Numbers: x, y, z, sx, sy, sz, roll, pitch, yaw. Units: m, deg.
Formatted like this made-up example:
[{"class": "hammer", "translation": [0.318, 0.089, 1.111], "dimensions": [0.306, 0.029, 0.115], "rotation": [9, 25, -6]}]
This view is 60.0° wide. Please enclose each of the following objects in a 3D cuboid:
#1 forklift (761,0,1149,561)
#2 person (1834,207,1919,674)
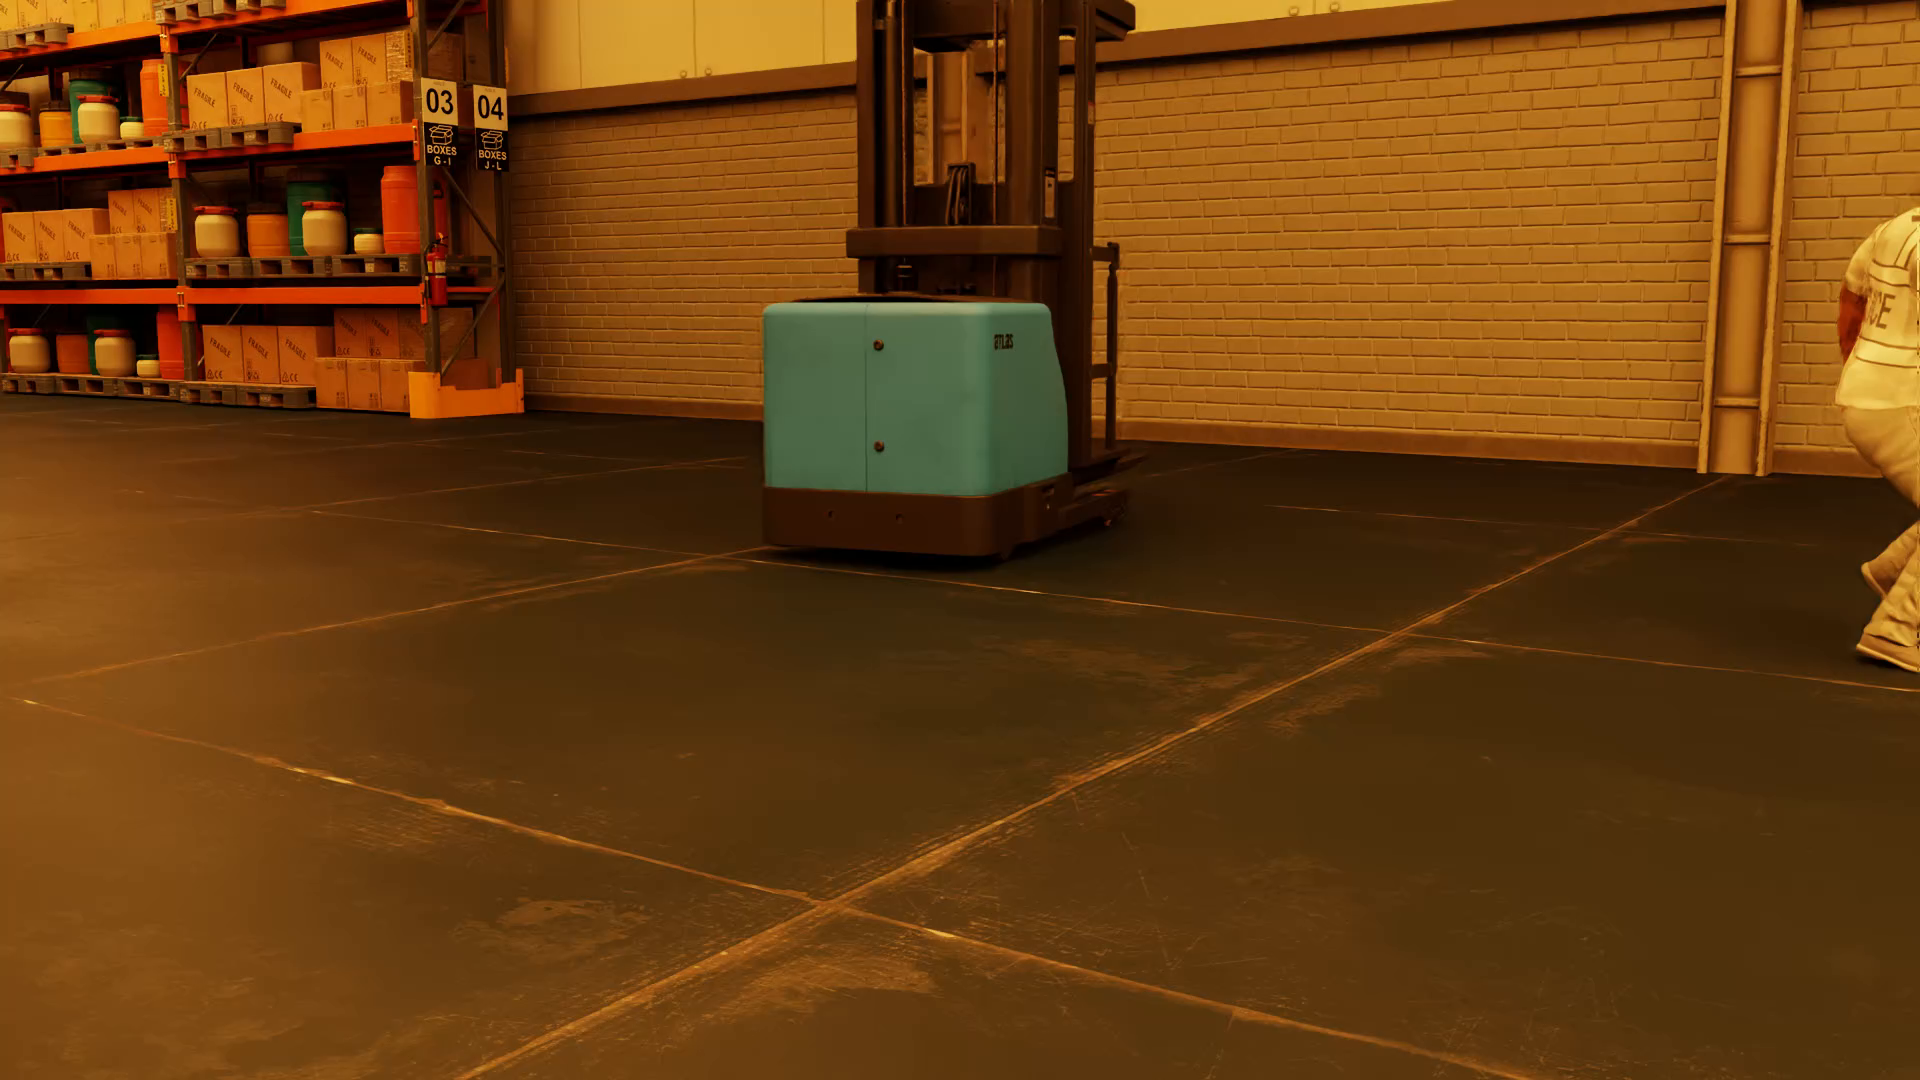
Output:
[{"class": "forklift", "translation": [0.186, -1.535, 7.986], "dimensions": [1.130, 2.935, 3.031], "rotation": [3, 9, 22]}, {"class": "person", "translation": [2.923, -0.407, 4.978], "dimensions": [0.567, 1.572, 0.745], "rotation": [4, 9, 29]}]
